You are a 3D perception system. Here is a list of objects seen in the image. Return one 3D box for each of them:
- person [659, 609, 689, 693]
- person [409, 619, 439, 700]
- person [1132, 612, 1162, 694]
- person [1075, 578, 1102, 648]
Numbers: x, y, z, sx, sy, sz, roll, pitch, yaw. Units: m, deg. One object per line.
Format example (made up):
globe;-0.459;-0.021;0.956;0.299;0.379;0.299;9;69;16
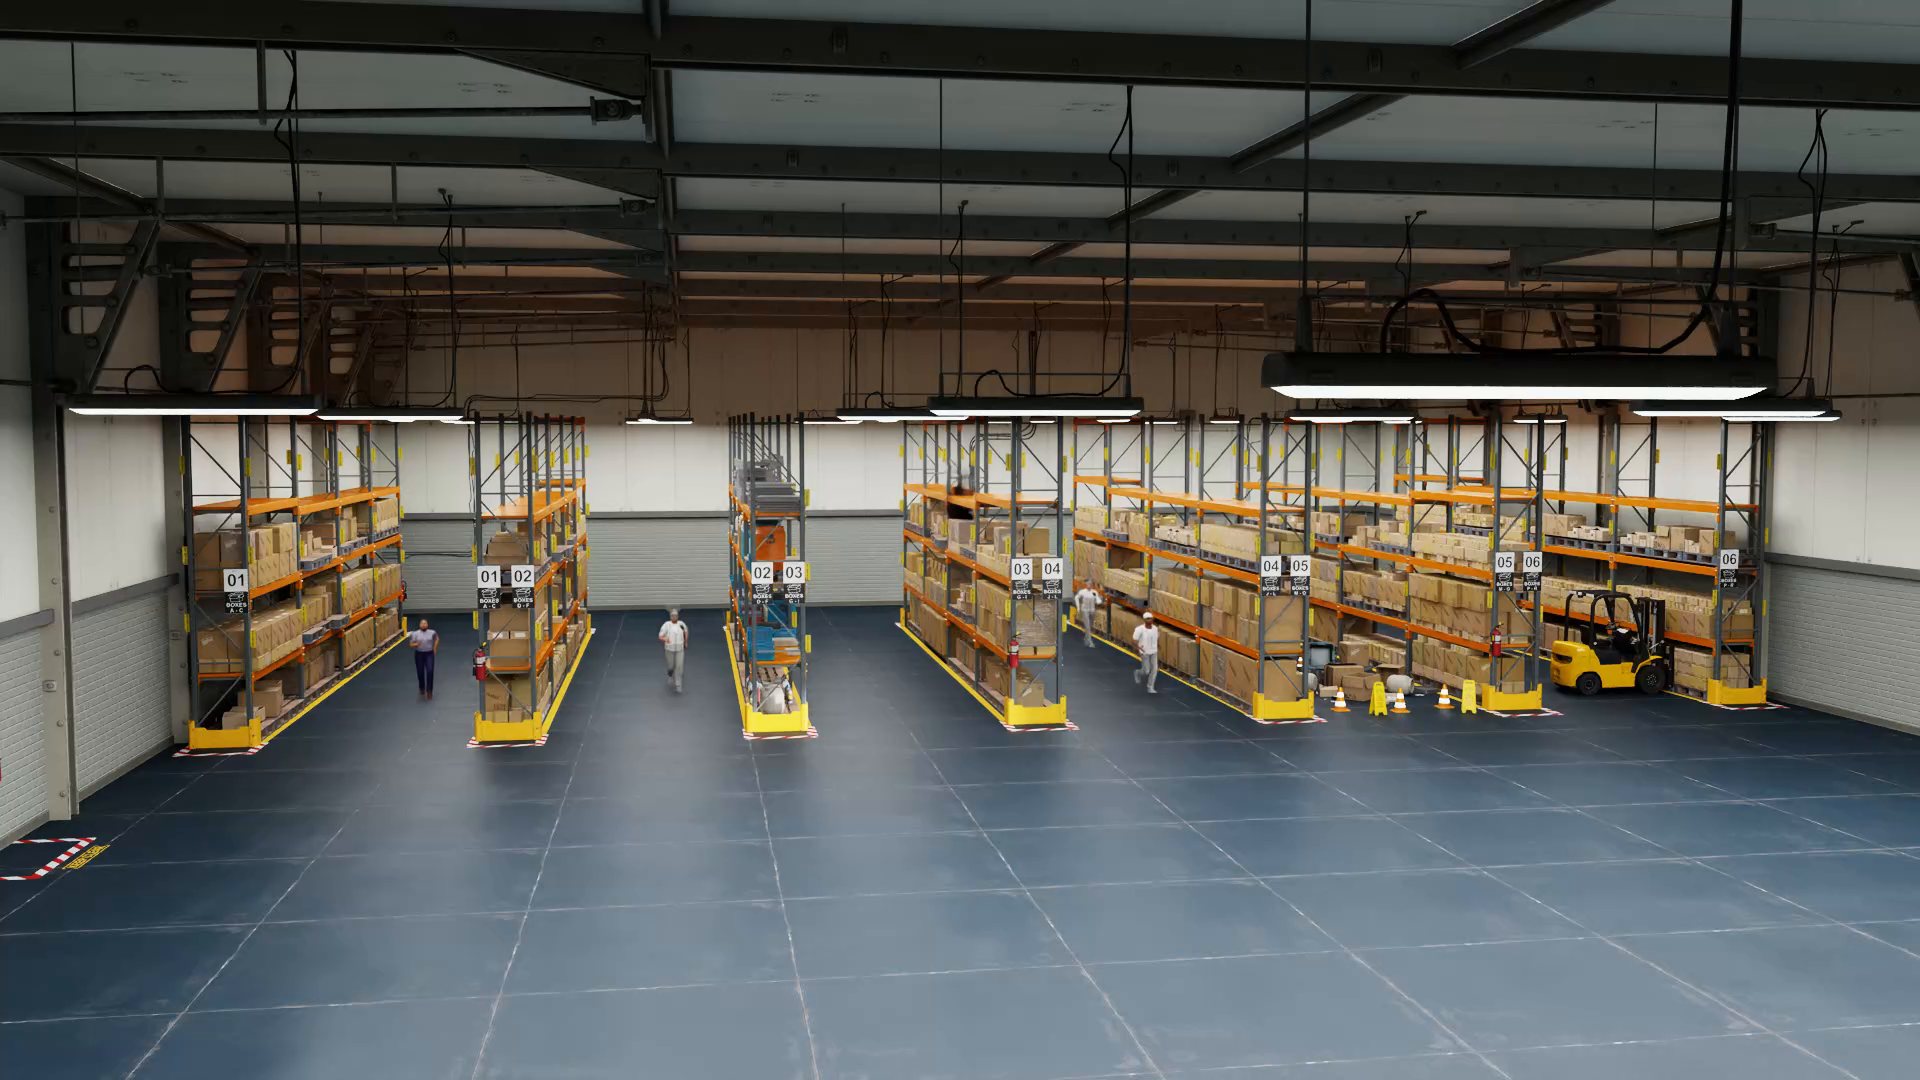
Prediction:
person;-6.199;2.376;36.134;0.664;1.779;0.954;-1;4;-17
person;-11.302;2.497;35.088;0.597;1.654;0.854;-1;4;-17
person;4.053;2.424;35.834;0.700;1.739;0.801;-2;4;-22
person;3.175;1.795;40.970;0.612;1.725;0.848;-1;4;-14
